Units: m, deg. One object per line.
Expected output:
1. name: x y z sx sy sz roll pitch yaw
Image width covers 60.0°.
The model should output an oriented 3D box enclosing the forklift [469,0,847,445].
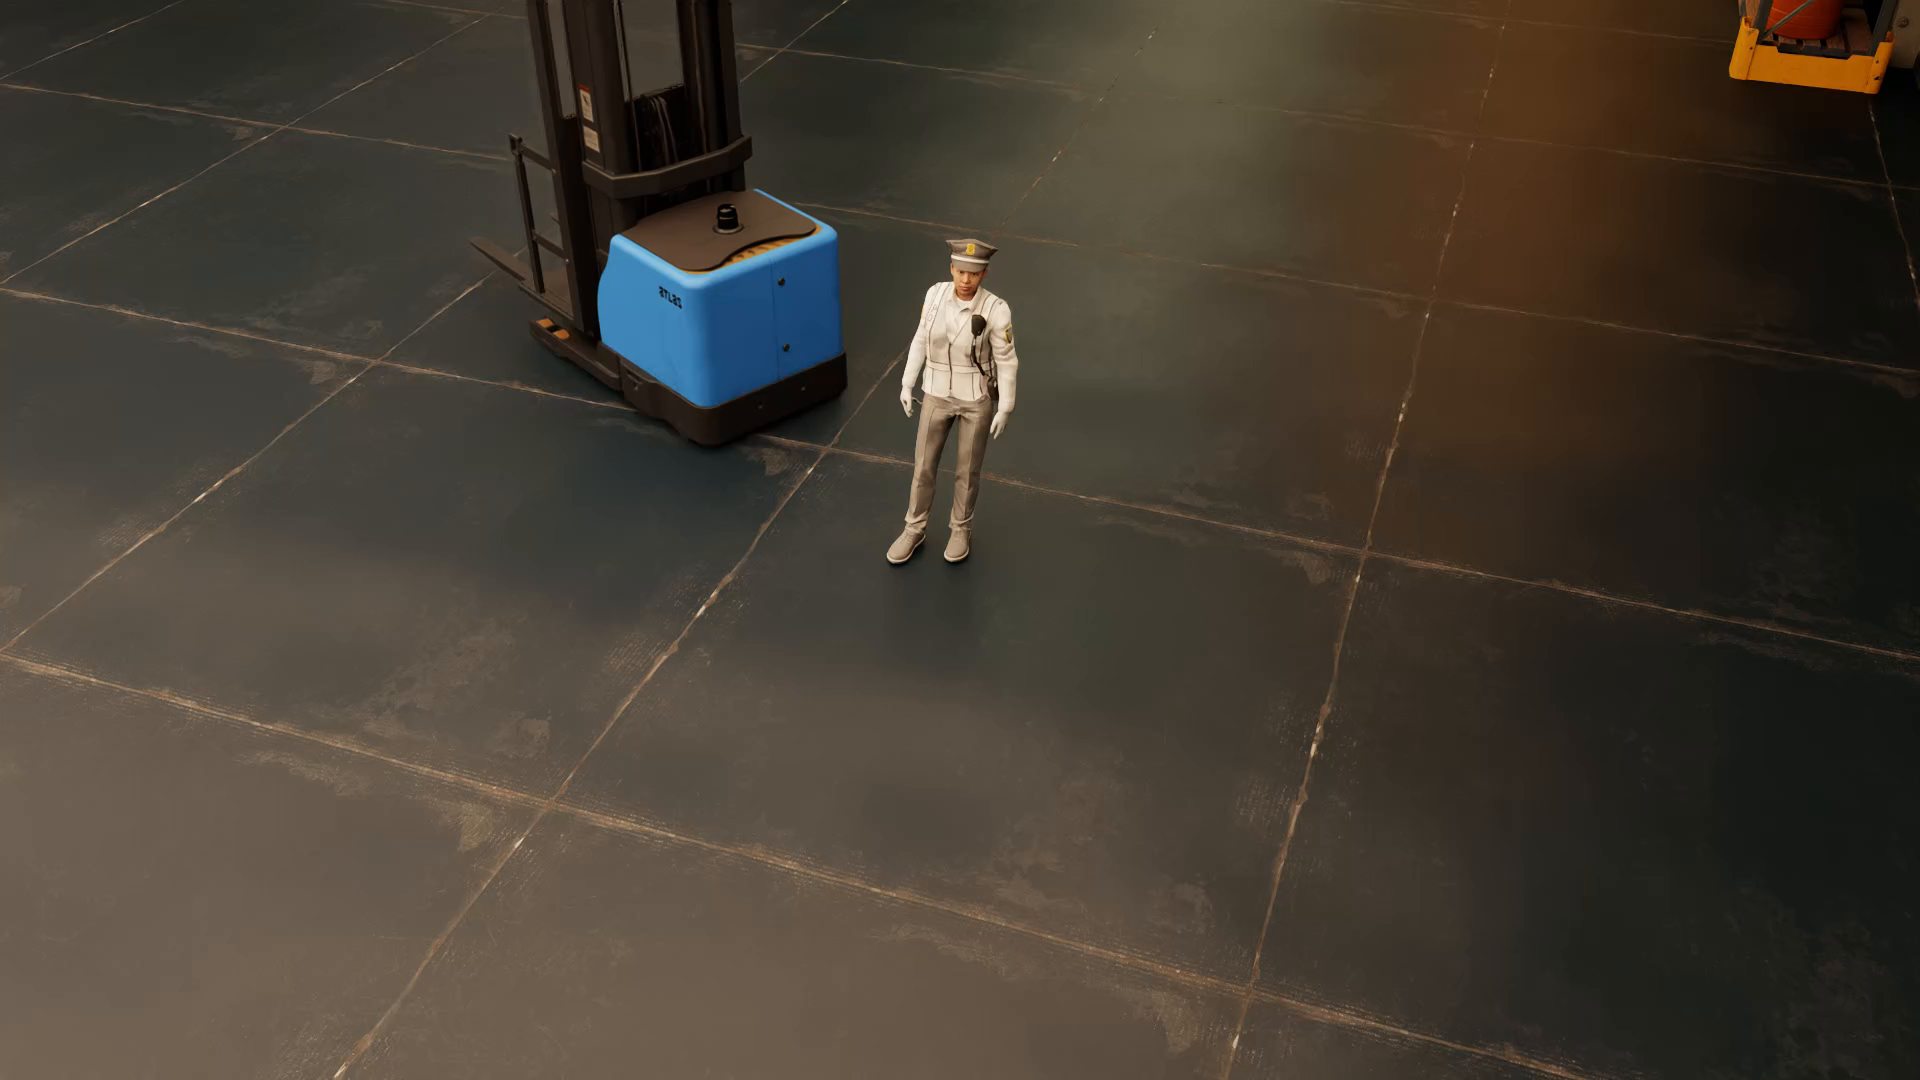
1. forklift: -2.018 -2.494 9.629 1.130 2.935 3.031 -27 44 -33

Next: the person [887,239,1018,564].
1. person: -0.029 -0.661 8.100 0.588 1.695 0.531 12 37 16
